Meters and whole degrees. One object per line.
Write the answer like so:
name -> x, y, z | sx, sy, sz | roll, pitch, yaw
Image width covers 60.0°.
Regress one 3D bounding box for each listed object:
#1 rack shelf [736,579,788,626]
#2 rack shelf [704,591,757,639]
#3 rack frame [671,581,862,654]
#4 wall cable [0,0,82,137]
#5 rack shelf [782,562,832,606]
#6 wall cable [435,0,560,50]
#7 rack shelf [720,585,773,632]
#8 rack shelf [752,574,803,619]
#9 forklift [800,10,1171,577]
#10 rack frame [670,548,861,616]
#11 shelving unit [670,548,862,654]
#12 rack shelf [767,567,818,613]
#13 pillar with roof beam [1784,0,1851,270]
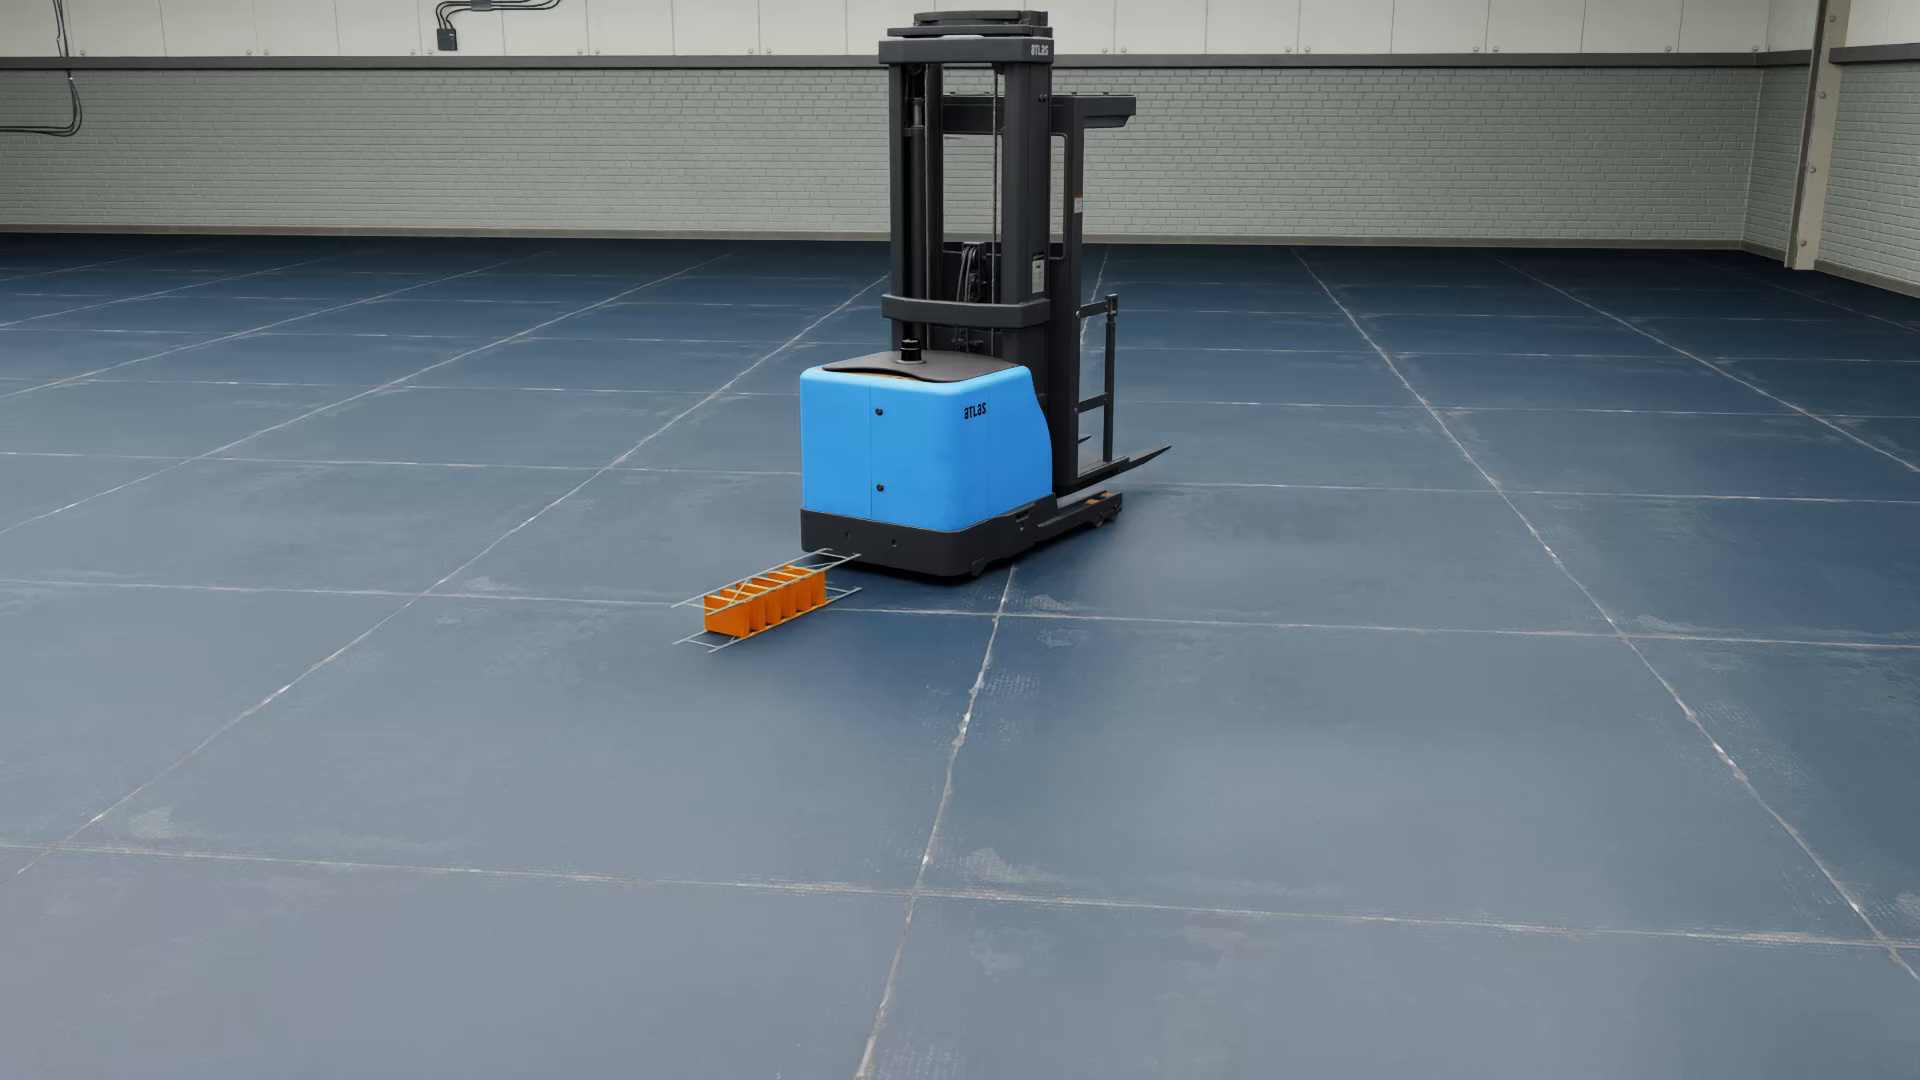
rack shelf -> -0.976, 0.302, 8.173 | 0.258, 0.180, 0.103 | 9, 18, 31
rack shelf -> -1.105, 0.356, 7.978 | 0.258, 0.180, 0.103 | 9, 18, 31
rack frame -> -0.935, 0.373, 8.258 | 0.240, 0.006, 1.200 | 9, 18, 31
wall cable -> -17.309, -8.494, 29.782 | 3.097, 2.526, 0.112 | 2, 15, 6
rack shelf -> -0.782, 0.220, 8.465 | 0.258, 0.180, 0.103 | 9, 18, 31
wall cable -> -7.878, -11.351, 27.884 | 2.305, 6.003, 0.169 | 2, 15, 6
rack shelf -> -1.041, 0.329, 8.075 | 0.258, 0.180, 0.103 | 9, 18, 31
rack shelf -> -0.912, 0.275, 8.270 | 0.258, 0.180, 0.103 | 9, 18, 31
forklift -> 0.332, -1.552, 9.787 | 1.130, 2.935, 3.031 | 9, 18, 31
rack frame -> -0.936, 0.196, 8.210 | 0.240, 0.006, 1.200 | 9, 18, 31
shelving unit -> -0.935, 0.285, 8.234 | 0.258, 0.189, 1.200 | 9, 18, 31
rack shelf -> -0.847, 0.248, 8.367 | 0.258, 0.180, 0.103 | 9, 18, 31
pillar with roof beam -> 8.066, -8.466, 23.733 | 9.100, 9.000, 0.400 | 2, 15, 6
